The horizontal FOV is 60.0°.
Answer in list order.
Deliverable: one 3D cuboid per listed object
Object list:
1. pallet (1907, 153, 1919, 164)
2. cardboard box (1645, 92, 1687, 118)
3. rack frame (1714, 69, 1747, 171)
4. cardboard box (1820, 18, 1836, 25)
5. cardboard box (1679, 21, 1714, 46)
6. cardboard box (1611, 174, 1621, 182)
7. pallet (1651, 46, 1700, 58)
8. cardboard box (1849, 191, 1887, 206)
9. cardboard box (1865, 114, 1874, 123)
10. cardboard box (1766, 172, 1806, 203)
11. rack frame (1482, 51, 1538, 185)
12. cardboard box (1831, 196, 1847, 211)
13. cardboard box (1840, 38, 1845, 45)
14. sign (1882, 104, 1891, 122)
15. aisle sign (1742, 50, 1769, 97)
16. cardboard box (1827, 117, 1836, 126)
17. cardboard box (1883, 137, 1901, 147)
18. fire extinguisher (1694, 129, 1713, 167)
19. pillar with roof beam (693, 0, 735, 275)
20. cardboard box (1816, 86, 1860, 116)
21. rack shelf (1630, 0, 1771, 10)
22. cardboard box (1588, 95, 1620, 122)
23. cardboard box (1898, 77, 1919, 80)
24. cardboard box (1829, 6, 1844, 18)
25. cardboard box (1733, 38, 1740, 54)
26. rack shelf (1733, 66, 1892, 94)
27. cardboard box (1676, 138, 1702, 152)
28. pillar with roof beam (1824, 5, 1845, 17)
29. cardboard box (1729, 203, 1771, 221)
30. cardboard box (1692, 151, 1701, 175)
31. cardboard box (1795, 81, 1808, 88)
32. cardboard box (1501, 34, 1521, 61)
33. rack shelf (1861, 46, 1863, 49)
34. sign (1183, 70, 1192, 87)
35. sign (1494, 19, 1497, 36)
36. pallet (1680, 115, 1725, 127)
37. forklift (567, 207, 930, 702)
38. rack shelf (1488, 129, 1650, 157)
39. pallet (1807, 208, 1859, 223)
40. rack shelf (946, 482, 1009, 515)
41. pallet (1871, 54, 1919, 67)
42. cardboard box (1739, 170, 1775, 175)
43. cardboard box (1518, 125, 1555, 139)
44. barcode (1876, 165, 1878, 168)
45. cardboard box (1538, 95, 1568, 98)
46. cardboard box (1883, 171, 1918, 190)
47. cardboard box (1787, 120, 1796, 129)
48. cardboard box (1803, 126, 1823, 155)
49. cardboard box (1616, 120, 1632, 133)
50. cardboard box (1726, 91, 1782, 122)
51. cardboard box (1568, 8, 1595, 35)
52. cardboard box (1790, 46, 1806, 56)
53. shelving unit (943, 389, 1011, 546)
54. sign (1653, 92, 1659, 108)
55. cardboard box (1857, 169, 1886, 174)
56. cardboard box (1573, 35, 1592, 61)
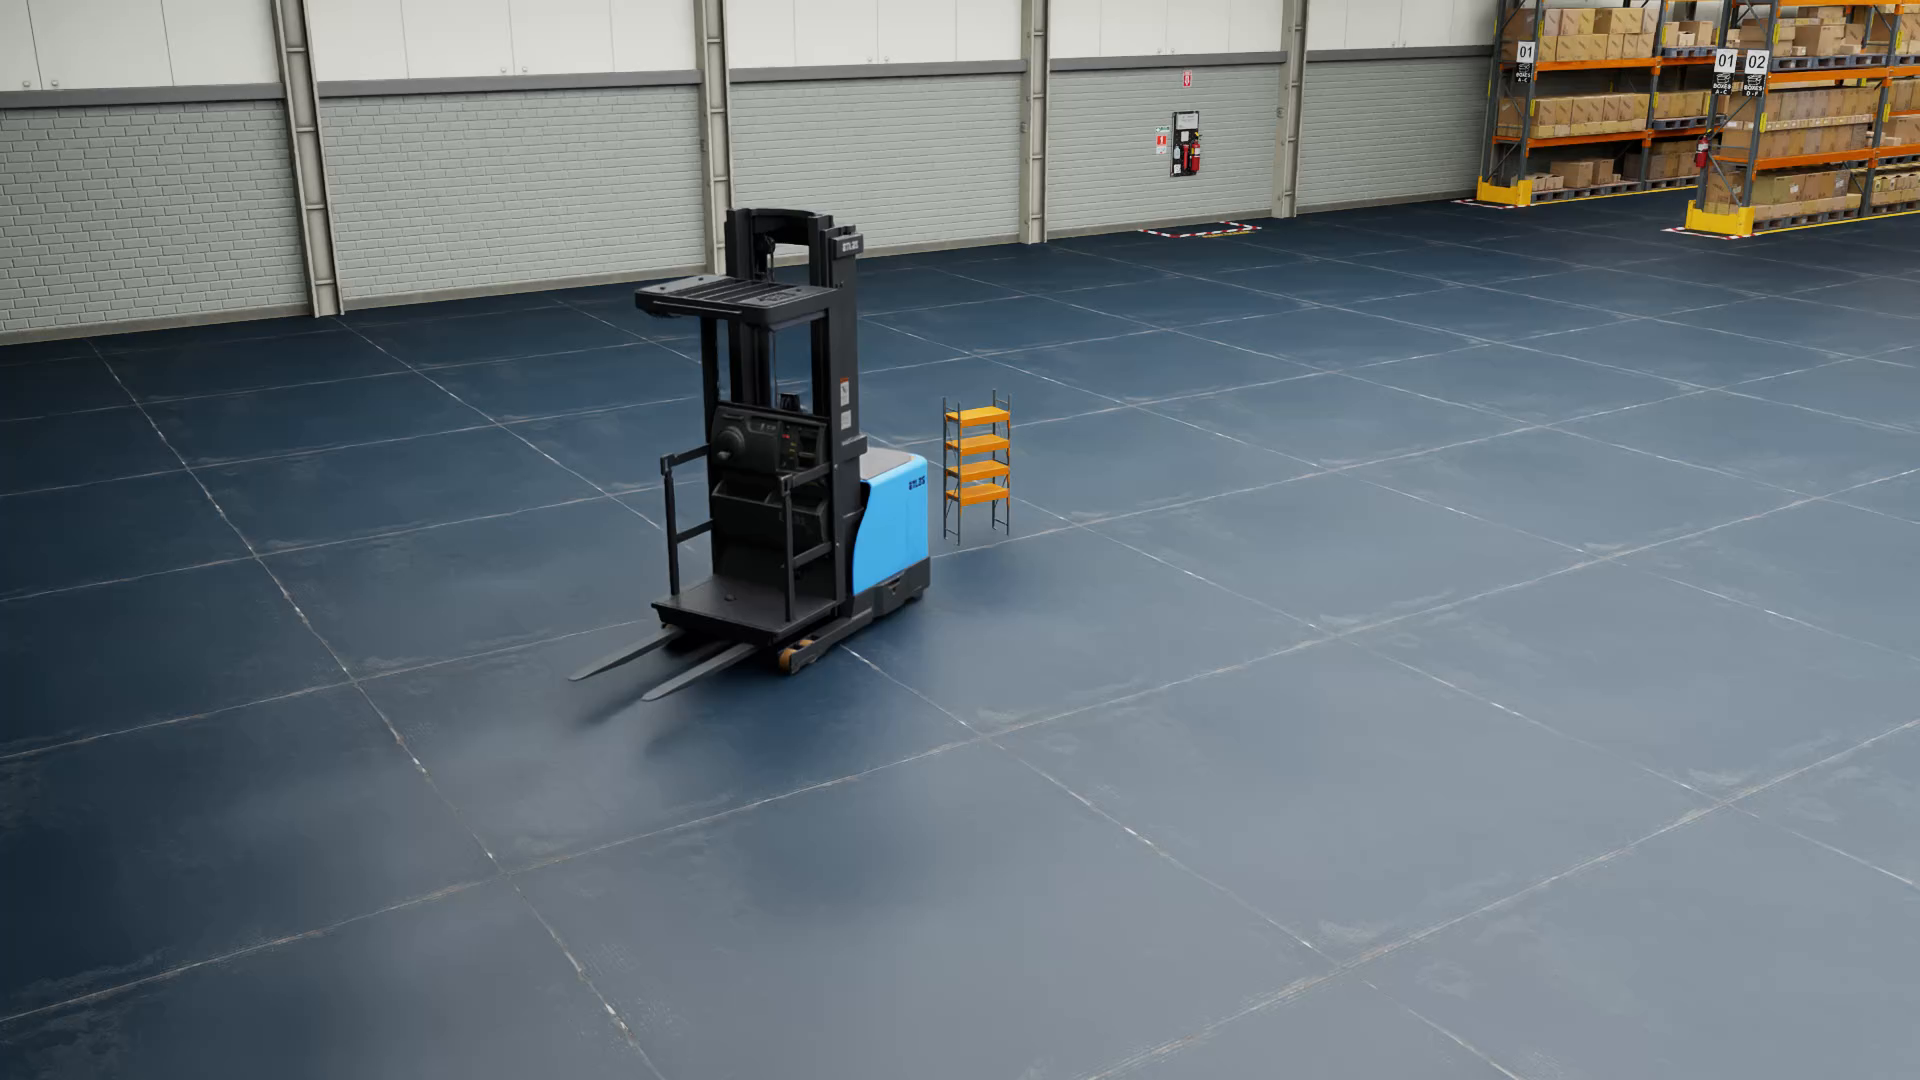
[{"bbox_3d":[23.929,-9.750,42.255,1.213,0.211,1.003,-12,22,-31],"label":"pallet"},{"bbox_3d":[15.446,-9.552,36.471,0.500,0.500,0.700,-9,21,-26],"label":"cardboard box"},{"bbox_3d":[17.872,-9.823,38.118,0.127,3.000,1.000,-12,22,-31],"label":"rack frame"},{"bbox_3d":[19.988,-11.964,38.923,0.500,0.500,0.700,-12,22,-32],"label":"cardboard box"},{"bbox_3d":[16.062,-11.078,36.335,0.500,0.500,0.500,-13,23,-33],"label":"cardboard box"},{"bbox_3d":[14.101,-7.883,36.115,0.250,0.166,0.380,-16,24,-38],"label":"cardboard box"},{"bbox_3d":[15.106,-10.531,35.821,1.003,0.211,1.213,-12,22,-31],"label":"pallet"},{"bbox_3d":[17.732,-6.696,32.504,0.500,0.250,0.500,-13,22,-33],"label":"cardboard box"},{"bbox_3d":[17.150,-8.044,31.686,0.250,0.149,0.380,-12,22,-31],"label":"cardboard box"},{"bbox_3d":[15.316,-6.557,30.922,0.500,0.500,0.500,-12,22,-31],"label":"cardboard box"},{"bbox_3d":[11.191,-8.414,33.950,0.127,3.000,1.000,-12,22,-31],"label":"rack frame"},{"bbox_3d":[16.569,-6.465,31.823,0.500,0.250,0.500,-12,22,-31],"label":"cardboard box"},{"bbox_3d":[16.242,-9.325,31.226,0.500,0.311,0.500,-13,23,-34],"label":"cardboard box"},{"bbox_3d":[17.566,-8.094,31.527,0.005,0.325,0.100,-12,22,-31],"label":"sign"},{"bbox_3d":[14.032,-8.228,29.340,0.004,0.787,0.394,-12,22,-31],"label":"aisle sign"},{"bbox_3d":[16.089,-7.821,31.025,0.250,0.149,0.380,-11,22,-30],"label":"cardboard box"},{"bbox_3d":[18.112,-7.777,32.457,0.250,0.149,0.380,-12,22,-31],"label":"cardboard box"},{"bbox_3d":[13.564,-7.157,30.351,0.183,0.674,0.296,-12,22,-31],"label":"fire extinguisher"},{"bbox_3d":[-1.366,-7.289,21.254,0.400,9.000,9.100,-12,22,-31],"label":"pillar with roof beam"},{"bbox_3d":[16.471,-8.287,31.393,0.500,0.500,0.700,-12,22,-32],"label":"cardboard box"},{"bbox_3d":[16.202,-11.783,36.295,4.000,0.370,1.077,-12,22,-31],"label":"rack shelf"},{"bbox_3d":[13.467,-9.071,34.926,0.500,0.500,0.500,-13,22,-33],"label":"cardboard box"},{"bbox_3d":[24.133,-11.282,41.965,0.700,0.700,0.980,-11,21,-29],"label":"cardboard box"},{"bbox_3d":[20.406,-12.440,39.161,0.500,0.250,0.500,-10,21,-28],"label":"cardboard box"},{"bbox_3d":[17.419,-11.013,37.060,0.500,0.311,0.500,-12,22,-31],"label":"cardboard box"},{"bbox_3d":[15.589,-8.522,30.710,4.000,0.370,1.077,-12,22,-31],"label":"rack shelf"},{"bbox_3d":[16.362,-8.887,37.392,0.500,0.250,0.500,-12,22,-32],"label":"cardboard box"},{"bbox_3d":[23.690,-12.573,36.885,0.400,9.000,9.100,-12,22,-31],"label":"pillar with roof beam"},{"bbox_3d":[14.489,-6.021,30.509,0.500,0.250,0.500,-12,22,-31],"label":"cardboard box"},{"bbox_3d":[16.406,-8.552,37.574,0.500,0.500,0.700,-12,22,-32],"label":"cardboard box"},{"bbox_3d":[19.257,-10.571,38.508,0.500,0.250,0.500,-12,22,-31],"label":"cardboard box"},{"bbox_3d":[11.400,-10.033,33.868,0.500,0.500,0.500,-10,21,-28],"label":"cardboard box"},{"bbox_3d":[22.883,-11.960,40.879,4.000,0.370,1.077,-12,22,-31],"label":"rack shelf"},{"bbox_3d":[4.142,-8.410,30.319,0.199,0.298,0.001,-12,22,-31],"label":"sign"},{"bbox_3d":[10.902,-10.407,33.778,0.005,0.325,0.100,-12,22,-31],"label":"sign"},{"bbox_3d":[16.242,-9.373,37.085,1.213,0.211,1.003,-12,22,-31],"label":"pallet"},{"bbox_3d":[-1.412,-0.665,11.136,1.130,2.935,3.031,11,21,29],"label":"forklift"},{"bbox_3d":[12.861,-8.426,35.107,4.000,0.370,1.077,-12,22,-31],"label":"rack shelf"},{"bbox_3d":[16.572,-6.345,32.182,1.213,0.211,1.003,-12,22,-31],"label":"pallet"},{"bbox_3d":[0.138,-0.346,13.724,0.480,0.148,0.258,-12,22,-31],"label":"rack shelf"},{"bbox_3d":[17.989,-9.284,32.137,1.217,0.209,0.805,-13,23,-34],"label":"pallet"},{"bbox_3d":[15.030,-6.696,31.333,0.500,0.500,0.500,-12,22,-31],"label":"cardboard box"},{"bbox_3d":[11.773,-8.354,33.974,0.500,0.250,0.500,-13,22,-33],"label":"cardboard box"},{"bbox_3d":[17.701,-7.207,32.097,0.075,0.075,0.001,-12,22,-31],"label":"barcode"},{"bbox_3d":[12.323,-9.026,34.792,0.500,0.500,0.500,-13,22,-33],"label":"cardboard box"},{"bbox_3d":[18.594,-7.141,32.946,0.500,0.311,0.500,-13,22,-33],"label":"cardboard box"},{"bbox_3d":[15.005,-7.591,30.345,0.250,0.149,0.380,-12,22,-32],"label":"cardboard box"},{"bbox_3d":[15.607,-7.490,31.059,0.500,0.500,0.700,-11,22,-30],"label":"cardboard box"},{"bbox_3d":[13.882,-8.807,35.315,0.500,0.250,0.500,-12,22,-31],"label":"cardboard box"},{"bbox_3d":[14.360,-7.840,30.070,0.500,0.500,0.700,-12,22,-31],"label":"cardboard box"},{"bbox_3d":[12.515,-10.537,33.796,0.500,0.500,0.500,-11,22,-30],"label":"cardboard box"},{"bbox_3d":[14.998,-8.817,29.977,0.250,0.149,0.380,-12,22,-31],"label":"cardboard box"},{"bbox_3d":[0.138,-0.598,13.639,0.503,1.200,0.258,-12,22,-31],"label":"shelving unit"},{"bbox_3d":[14.836,-9.385,35.470,0.005,0.325,0.100,-12,22,-31],"label":"sign"},{"bbox_3d":[18.289,-7.285,33.372,0.500,0.311,0.500,-12,22,-32],"label":"cardboard box"},{"bbox_3d":[12.507,-10.062,33.952,0.500,0.500,0.500,-11,21,-29],"label":"cardboard box"}]
